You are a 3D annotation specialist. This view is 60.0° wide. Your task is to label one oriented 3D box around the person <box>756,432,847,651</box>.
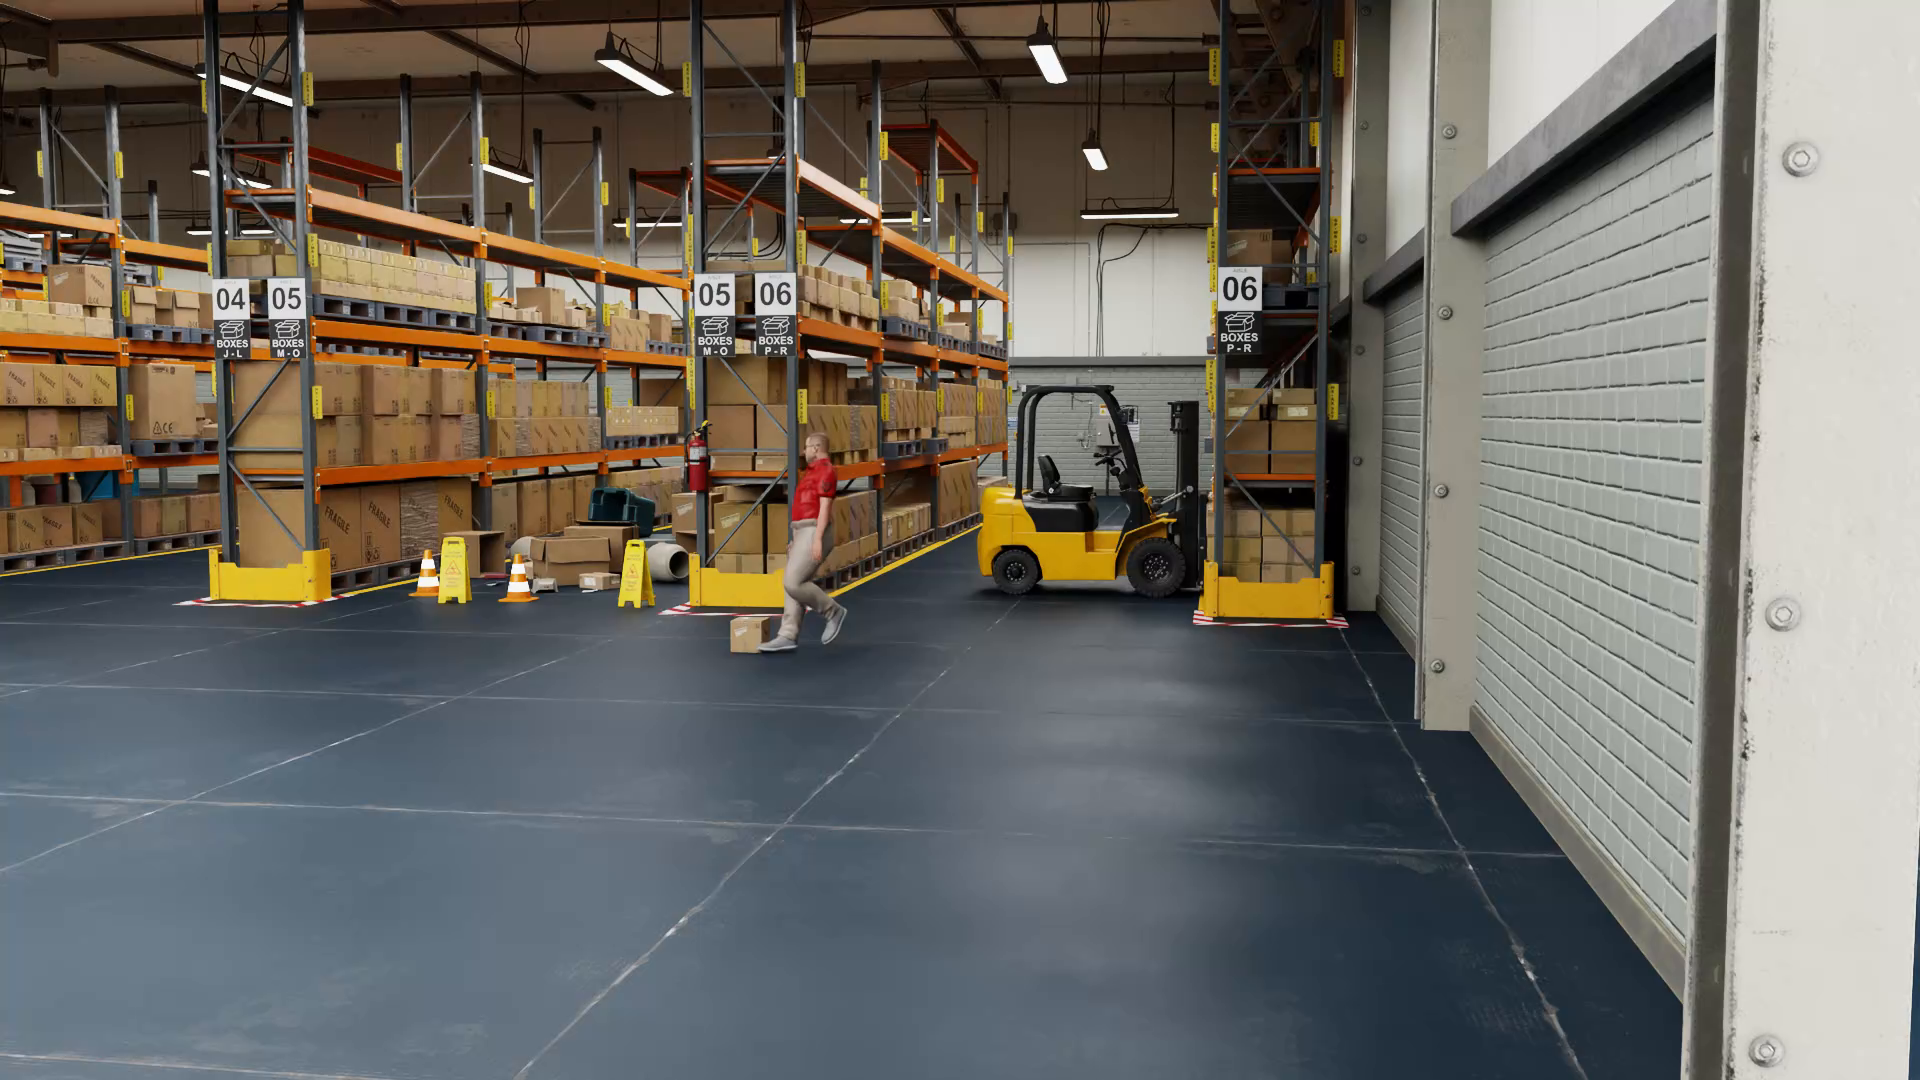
[{"bbox_3d":[-1.251,0.013,13.016,0.701,1.711,0.611,-1,5,-12],"label":"person"}]
